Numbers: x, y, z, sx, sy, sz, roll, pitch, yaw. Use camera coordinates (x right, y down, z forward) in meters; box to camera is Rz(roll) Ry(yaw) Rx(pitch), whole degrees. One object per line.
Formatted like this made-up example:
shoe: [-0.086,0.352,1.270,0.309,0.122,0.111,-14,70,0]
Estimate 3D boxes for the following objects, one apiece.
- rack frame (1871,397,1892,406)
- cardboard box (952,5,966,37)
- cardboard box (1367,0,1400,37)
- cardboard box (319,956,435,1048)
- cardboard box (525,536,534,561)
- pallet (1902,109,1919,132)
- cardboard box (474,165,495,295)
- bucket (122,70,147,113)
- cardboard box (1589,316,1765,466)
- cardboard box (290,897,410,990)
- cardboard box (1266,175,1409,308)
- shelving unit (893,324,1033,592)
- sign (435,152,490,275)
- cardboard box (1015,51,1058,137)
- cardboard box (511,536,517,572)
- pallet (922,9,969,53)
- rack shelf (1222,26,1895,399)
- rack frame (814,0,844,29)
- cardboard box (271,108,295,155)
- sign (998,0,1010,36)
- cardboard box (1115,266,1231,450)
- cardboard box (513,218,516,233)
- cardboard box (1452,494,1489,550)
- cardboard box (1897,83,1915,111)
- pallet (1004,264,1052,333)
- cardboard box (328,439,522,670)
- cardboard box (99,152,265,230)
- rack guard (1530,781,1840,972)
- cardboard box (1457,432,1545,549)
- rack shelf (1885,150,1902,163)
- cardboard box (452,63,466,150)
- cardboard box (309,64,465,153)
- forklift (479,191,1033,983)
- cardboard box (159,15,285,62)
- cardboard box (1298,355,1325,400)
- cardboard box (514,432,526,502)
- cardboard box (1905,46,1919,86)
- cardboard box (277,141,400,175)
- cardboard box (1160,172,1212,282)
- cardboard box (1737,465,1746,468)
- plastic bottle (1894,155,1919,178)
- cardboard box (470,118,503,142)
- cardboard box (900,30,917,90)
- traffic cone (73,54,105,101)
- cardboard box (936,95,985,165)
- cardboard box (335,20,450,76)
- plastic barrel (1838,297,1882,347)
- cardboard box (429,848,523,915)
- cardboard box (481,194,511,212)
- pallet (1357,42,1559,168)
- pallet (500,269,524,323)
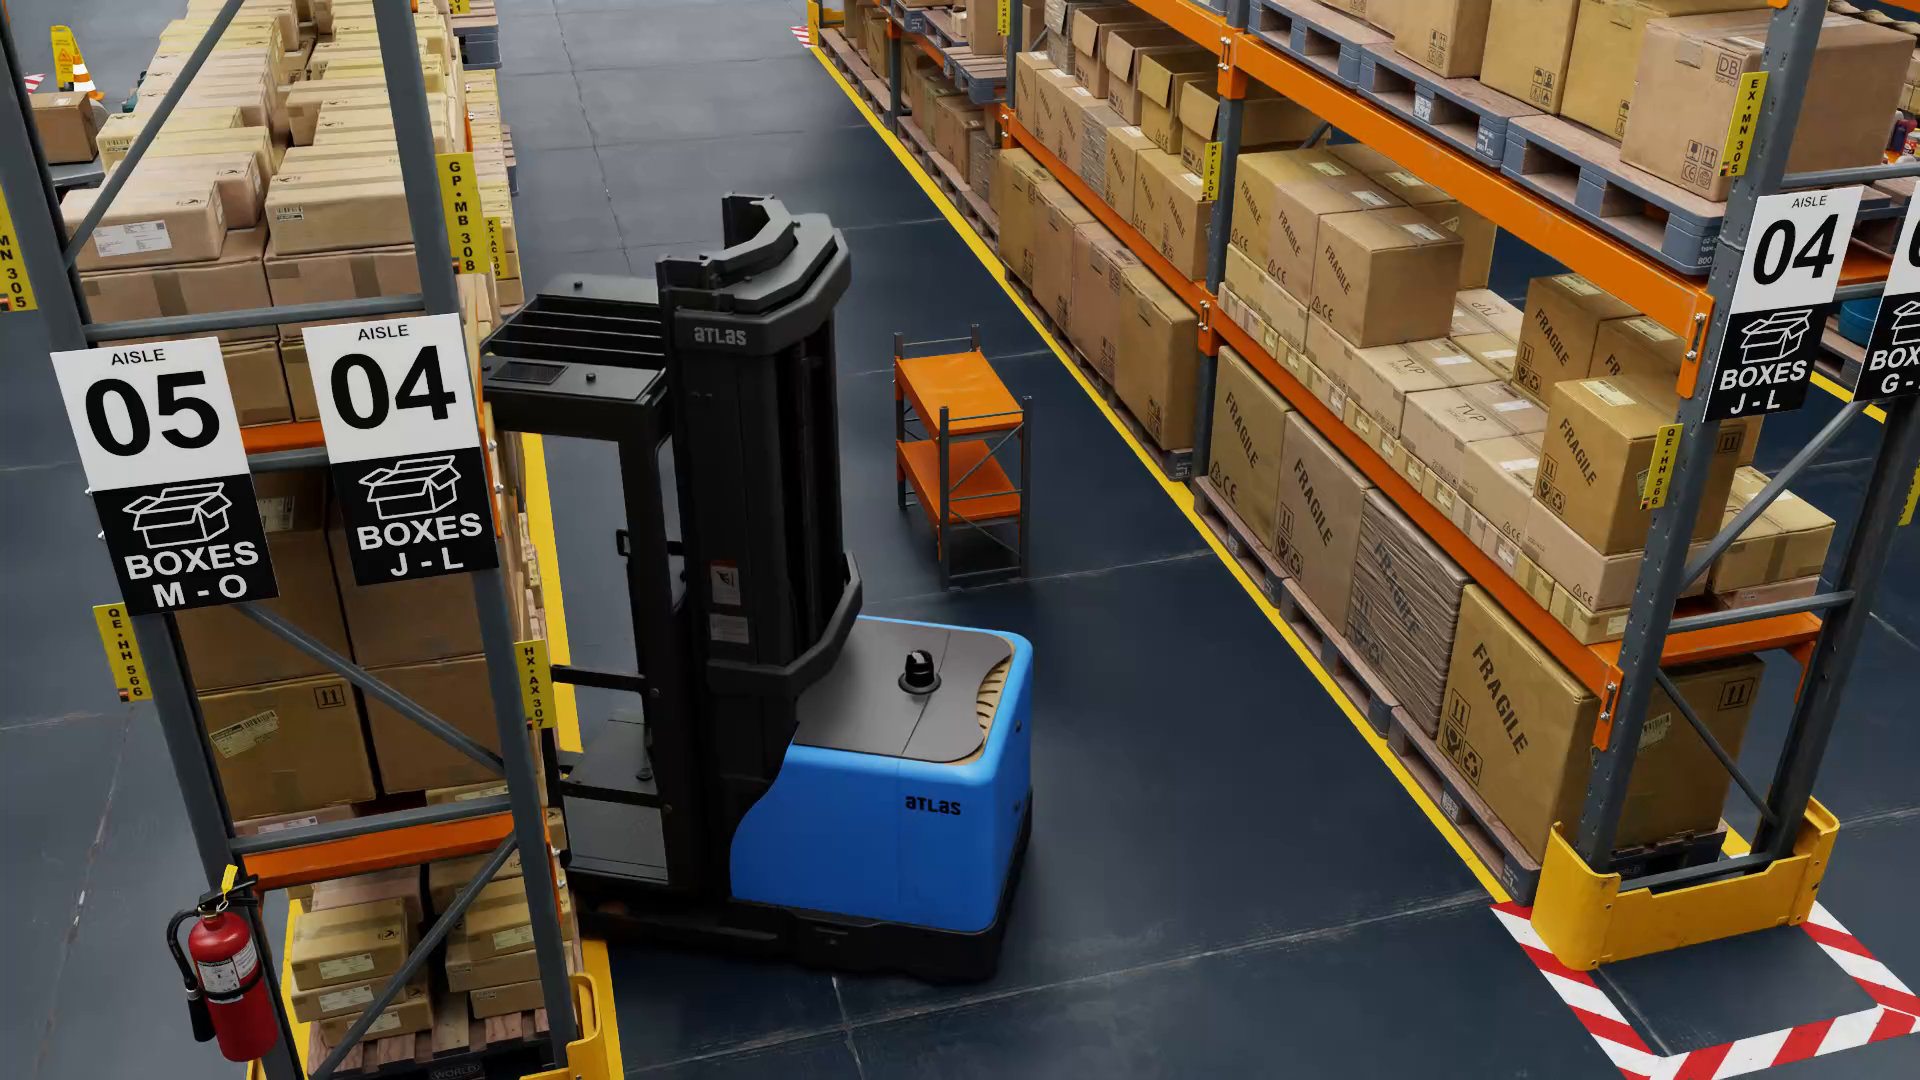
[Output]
rack frame: [6.692,-2.306,10.740,1.000,3.000,0.127,-8,31,-13]
cardboard box: [0.152,-4.473,14.198,0.396,0.266,0.258,-9,31,-15]
cardboard box: [2.321,-2.584,7.607,0.700,0.500,0.500,-6,31,-11]
cardboard box: [-2.171,1.720,6.210,0.380,0.149,0.250,-7,31,-12]
cardboard box: [-2.418,0.125,8.669,0.380,0.149,0.250,-9,31,-16]
pallet: [10.226,-4.091,16.607,1.003,0.211,1.213,-8,31,-13]
cardboard box: [-2.507,-1.451,7.867,0.500,0.500,0.500,-9,31,-15]
bucket: [-7.275,-3.901,15.246,0.726,0.611,0.620,2,40,4]
cardboard box: [2.979,-0.613,6.920,0.500,0.500,0.500,-9,31,-14]
cardboard box: [-2.215,1.467,6.053,0.380,0.149,0.250,-7,31,-13]
cardboard box: [1.920,-1.532,8.507,0.500,0.500,0.500,-8,31,-13]
shelving unit: [0.002,-0.484,9.463,0.538,1.125,1.048,-8,31,-13]
sign: [-1.307,-0.854,4.364,0.100,0.325,0.005,-8,31,-13]
cardboard box: [0.722,-3.352,12.447,0.500,0.500,0.500,-7,31,-12]
cardboard box: [-1.850,0.214,5.989,0.500,0.500,0.500,-8,31,-13]
pallet: [0.290,-4.447,14.631,1.003,0.211,1.213,-8,31,-13]
rack shelf: [2.447,-1.669,7.362,1.077,0.370,4.000,-8,31,-13]
rack frame: [-1.268,-7.444,19.616,1.000,3.000,0.127,-8,31,-13]
cardboard box: [-2.468,-1.238,5.551,0.500,0.250,0.500,-7,31,-13]
sign: [0.334,-3.970,12.538,0.100,0.325,0.005,-8,31,-13]
cardboard box: [1.727,-1.216,10.559,1.225,0.875,0.875,-8,31,-13]
cardboard box: [-2.829,-1.860,9.801,0.380,0.149,0.250,-9,31,-15]
cardboard box: [2.365,-0.103,7.185,0.380,0.149,0.250,-7,31,-12]
cardboard box: [9.761,-4.600,17.029,0.500,0.250,0.500,-7,31,-12]
pallet: [0.992,-1.982,12.964,1.003,0.211,1.213,-8,31,-13]
cardboard box: [-1.694,0.038,5.295,0.500,0.500,0.500,-8,31,-14]
cardboard box: [-2.194,-0.978,4.704,0.380,0.149,0.250,-7,31,-13]
rack guard: [2.985,1.378,6.871,1.175,0.500,0.348,-8,31,-13]
cardboard box: [2.460,-0.224,6.995,0.500,0.250,0.500,-8,31,-14]
rack shelf: [6.161,-2.961,12.589,1.077,0.370,4.000,-8,31,-13]
cardboard box: [-2.380,-1.827,7.067,0.500,0.250,0.500,-8,31,-13]
cardboard box: [-2.094,-1.543,6.078,0.500,0.250,0.500,-9,31,-15]
forklift: [-1.252,0.136,6.589,3.031,2.935,1.130,6,31,10]
cardboard box: [-2.746,-1.845,6.202,0.380,0.149,0.250,-6,31,-11]
cardboard box: [1.954,-0.848,8.471,0.380,0.149,0.250,-8,31,-14]
cardboard box: [-2.833,-0.529,9.746,0.500,0.500,0.500,-7,31,-11]
cardboard box: [9.755,-4.844,16.890,0.500,0.311,0.500,-8,31,-14]
cardboard box: [-1.747,-1.040,4.810,0.380,0.149,0.250,-7,31,-11]
cardboard box: [1.529,-1.881,9.905,0.500,0.500,0.500,-8,31,-13]
cardboard box: [2.967,-0.298,7.123,0.500,0.250,0.500,-8,31,-14]
plastic bottle: [6.276,-2.400,11.026,0.152,0.276,0.135,-8,31,-13]
cardboard box: [-3.041,-2.499,10.311,0.380,0.149,0.250,-6,31,-11]
cardboard box: [-0.434,-5.086,17.618,0.500,0.500,0.500,2,30,3]
traffic cone: [-9.465,-4.992,17.912,0.336,0.463,0.334,-8,31,-13]
cardboard box: [0.193,-3.818,15.408,0.700,0.500,0.500,-11,32,-18]
cardboard box: [-2.090,-1.804,6.130,0.380,0.149,0.250,-8,31,-14]
plastic barrel: [6.564,-1.845,11.619,0.600,0.901,0.708,-8,31,-13]
cardboard box: [-1.831,1.274,6.387,0.380,0.149,0.250,-7,31,-12]
cardboard box: [-2.633,-1.753,9.022,0.380,0.149,0.250,-7,31,-12]
pallet: [2.444,-1.923,7.172,1.003,0.211,1.213,-8,31,-13]
pallet: [-2.955,-1.343,9.267,1.003,0.211,1.213,-8,31,-13]
